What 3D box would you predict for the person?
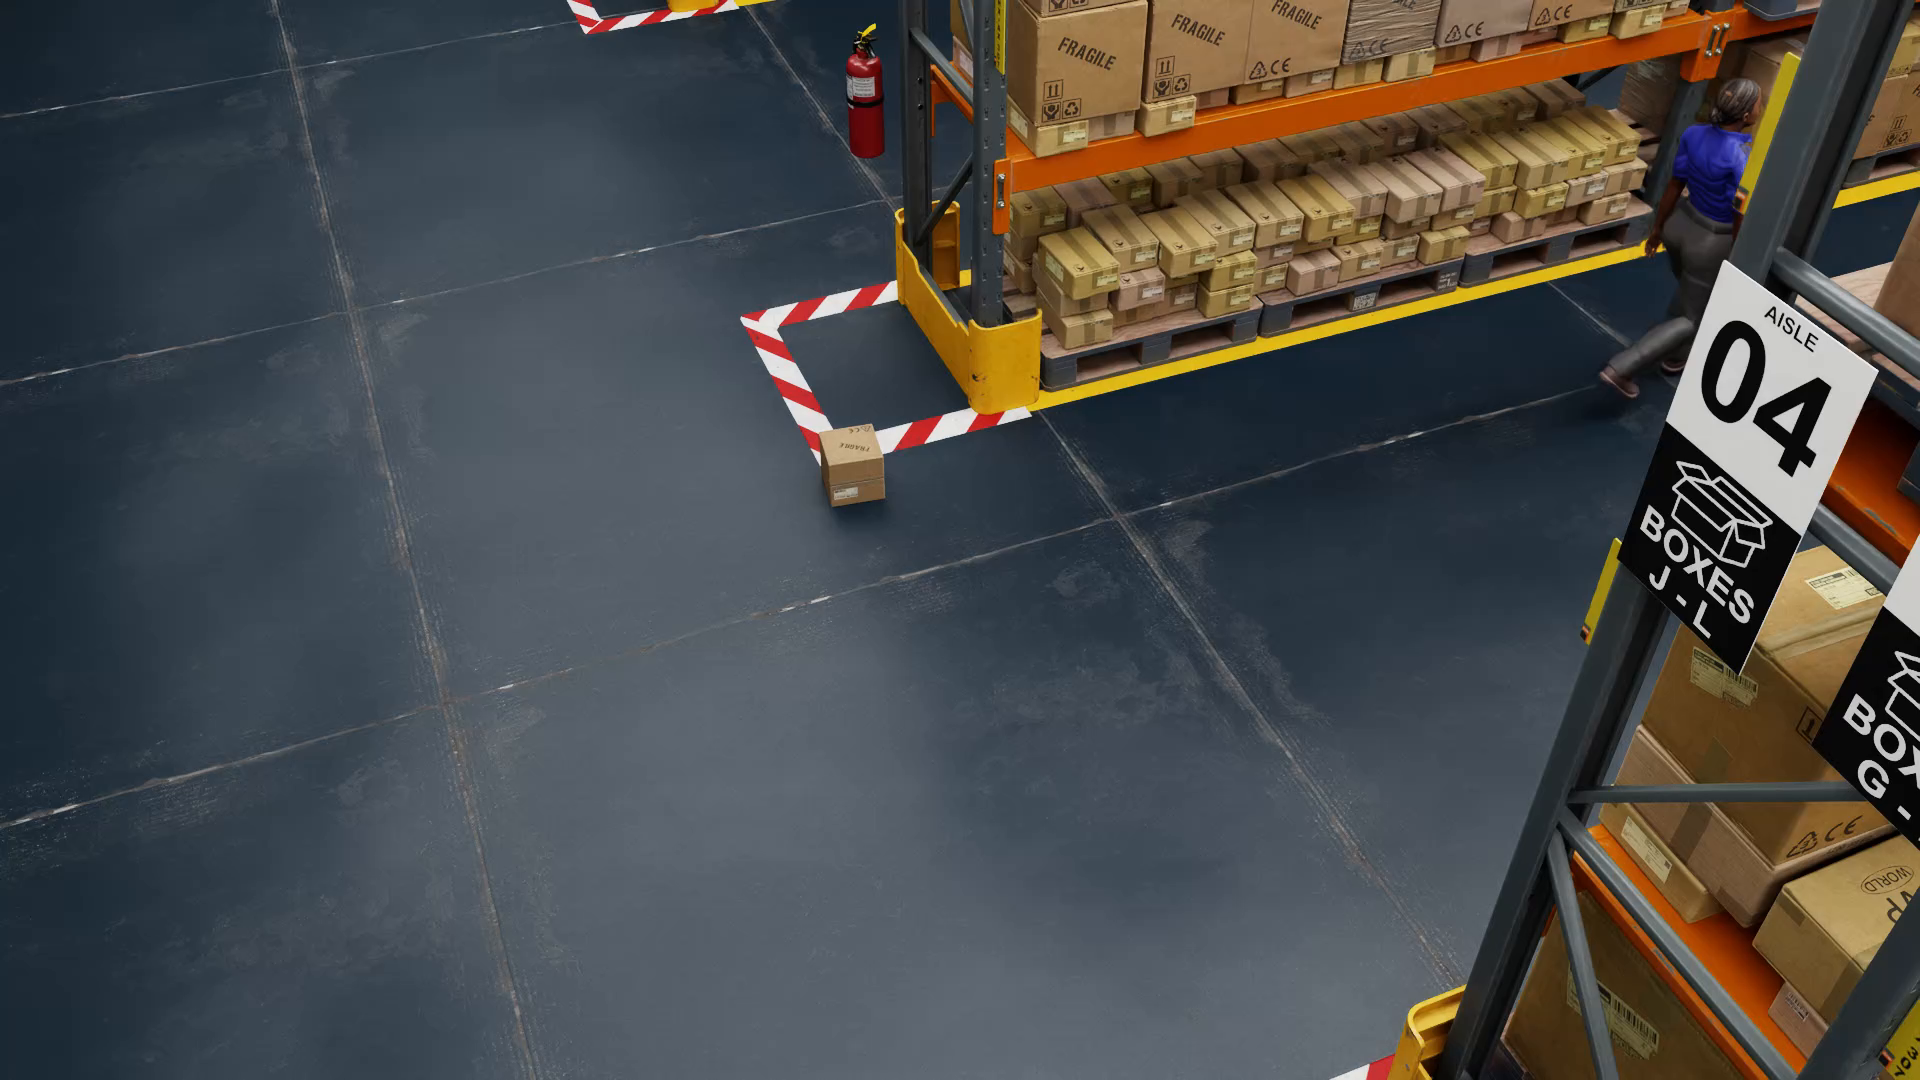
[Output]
[{"bbox_3d":[3.411,-1.373,7.677,0.859,1.616,0.471,-15,44,-16],"label":"person"}]
